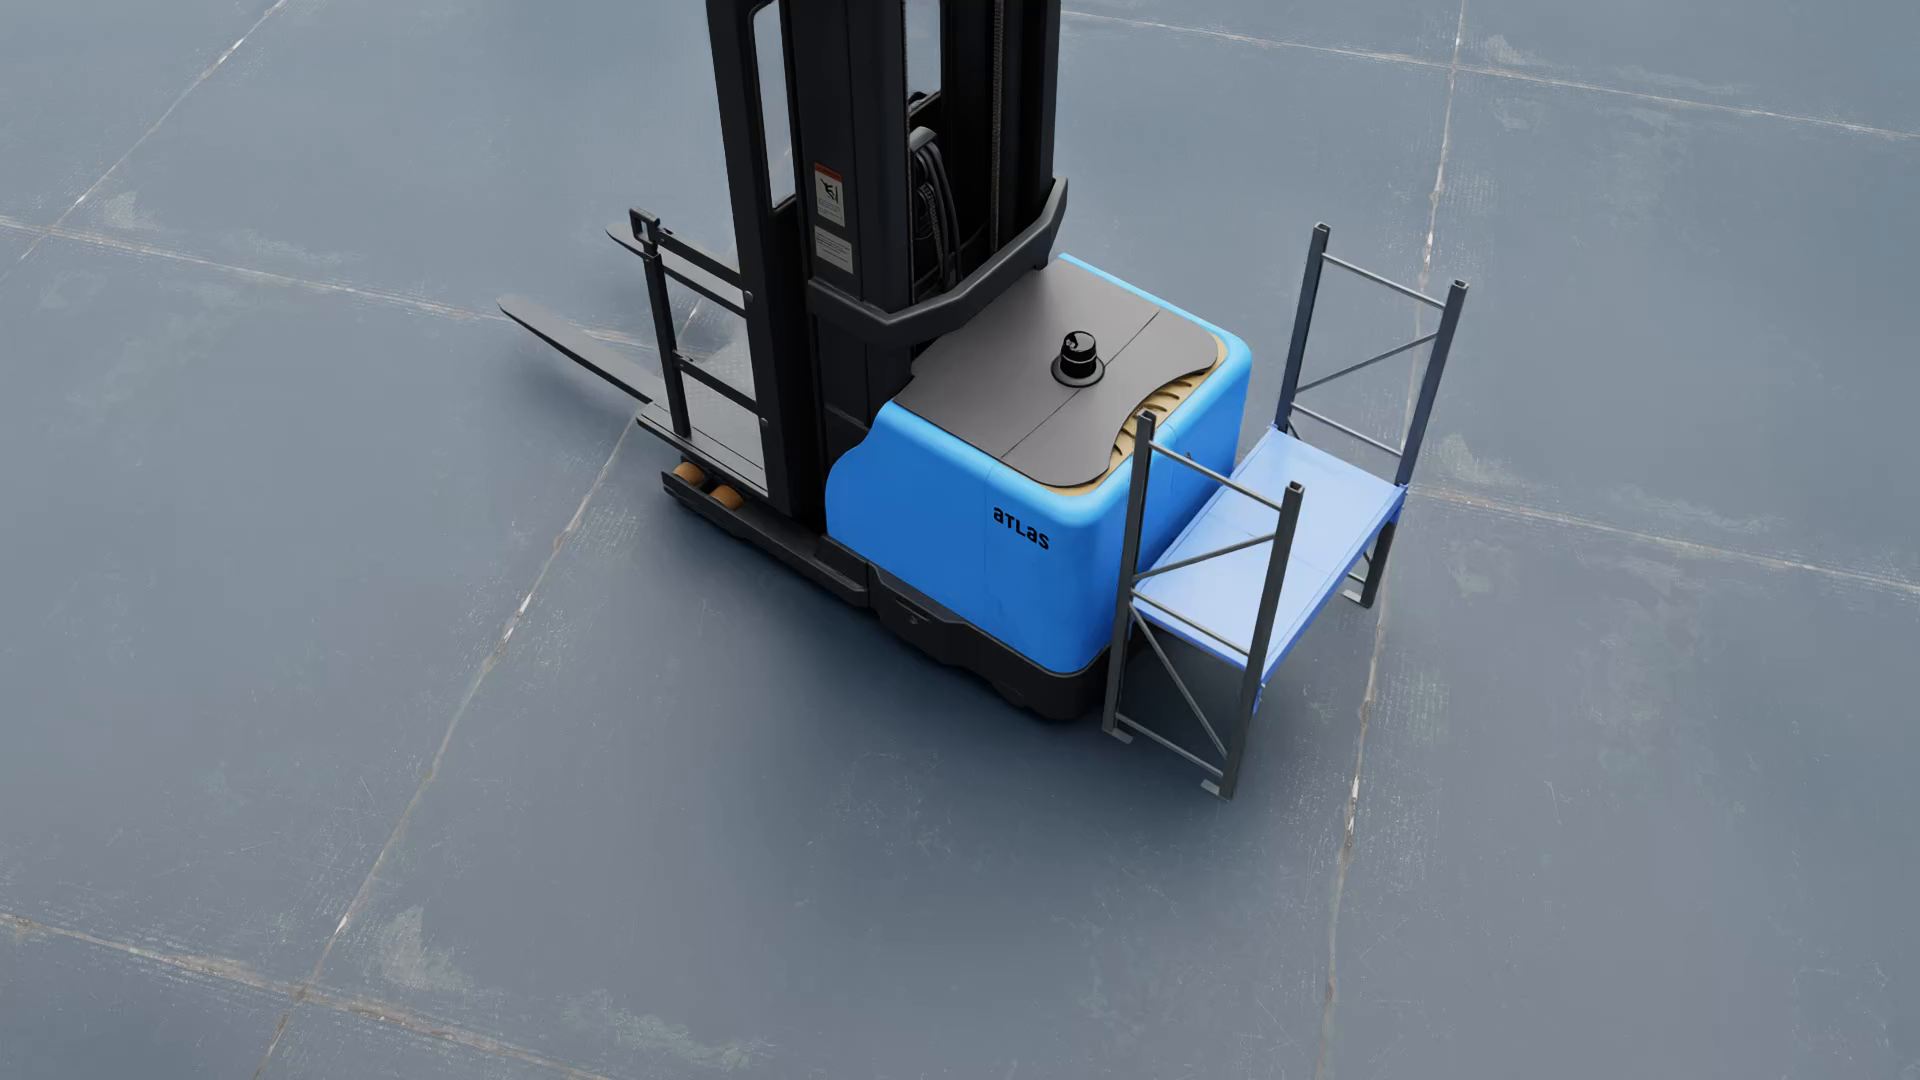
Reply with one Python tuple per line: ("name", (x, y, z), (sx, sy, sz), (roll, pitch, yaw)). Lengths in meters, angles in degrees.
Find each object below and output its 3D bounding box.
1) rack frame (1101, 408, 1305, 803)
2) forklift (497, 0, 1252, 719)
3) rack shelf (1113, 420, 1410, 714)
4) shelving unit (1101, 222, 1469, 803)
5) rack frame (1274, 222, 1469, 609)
("rack frame", (0.696, 0.253, 5.025), (0.500, 1.500, 0.032), (29, 55, 23))
("forklift", (-0.505, -1.294, 5.437), (3.031, 2.935, 1.130), (31, 55, 24))
("rack shelf", (0.994, 0.063, 5.433), (0.538, 0.185, 1.000), (29, 55, 23))
("shelving unit", (0.995, -0.055, 5.298), (0.538, 1.500, 1.048), (29, 55, 23))
("rack frame", (1.294, -0.364, 5.570), (0.500, 1.500, 0.032), (29, 55, 23))
